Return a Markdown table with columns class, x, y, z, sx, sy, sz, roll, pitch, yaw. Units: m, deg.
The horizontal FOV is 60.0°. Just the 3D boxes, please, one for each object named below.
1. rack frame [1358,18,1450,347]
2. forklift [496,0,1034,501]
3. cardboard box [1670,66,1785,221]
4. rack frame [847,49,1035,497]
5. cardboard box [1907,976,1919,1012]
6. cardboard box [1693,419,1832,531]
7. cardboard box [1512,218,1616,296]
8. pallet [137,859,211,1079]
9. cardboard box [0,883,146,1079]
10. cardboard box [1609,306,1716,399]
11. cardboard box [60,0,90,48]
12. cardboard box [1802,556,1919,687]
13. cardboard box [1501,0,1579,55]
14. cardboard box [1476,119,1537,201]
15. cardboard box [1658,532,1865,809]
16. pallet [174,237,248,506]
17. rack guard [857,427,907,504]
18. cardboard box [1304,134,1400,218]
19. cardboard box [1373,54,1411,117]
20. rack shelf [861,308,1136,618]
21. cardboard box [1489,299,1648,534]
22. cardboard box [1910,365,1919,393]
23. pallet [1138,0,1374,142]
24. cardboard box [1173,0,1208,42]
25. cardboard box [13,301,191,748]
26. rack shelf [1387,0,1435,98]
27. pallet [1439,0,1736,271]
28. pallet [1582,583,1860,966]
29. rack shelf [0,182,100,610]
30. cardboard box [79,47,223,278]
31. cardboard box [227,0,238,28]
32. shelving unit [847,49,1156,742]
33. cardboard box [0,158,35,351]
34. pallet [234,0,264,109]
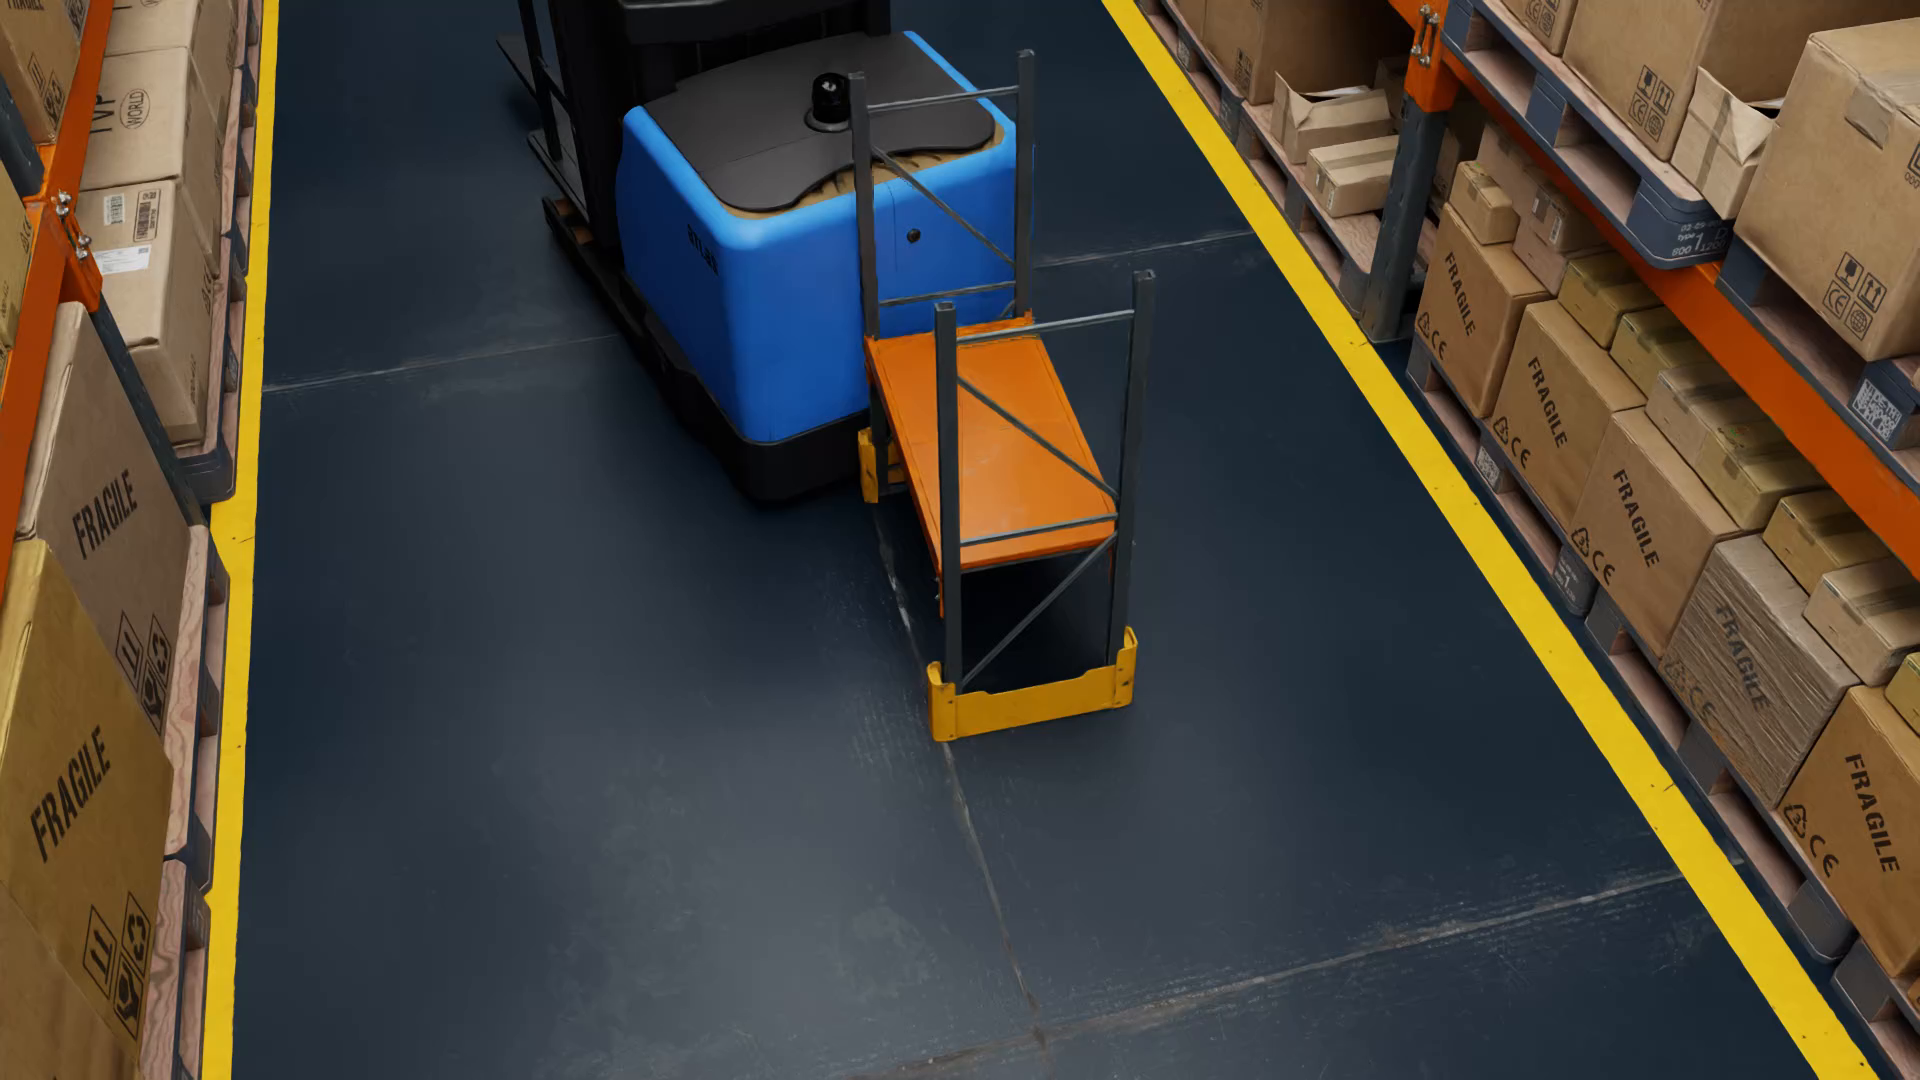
| class | x | y | z | sx | sy | sz | roll | pitch | yaw |
| --- | --- | --- | --- | --- | --- | --- | --- | --- | --- |
| rack frame | 1.937 | -1.874 | 4.986 | 1.000 | 3.000 | 0.127 | -11 | 47 | -10 |
| forklift | -0.928 | -2.196 | 5.350 | 1.130 | 2.935 | 3.031 | -22 | 50 | -20 |
| cardboard box | 1.922 | -0.944 | 3.875 | 0.396 | 0.266 | 0.258 | -9 | 46 | -8 |
| rack frame | -0.039 | -0.722 | 4.903 | 0.500 | 1.500 | 0.032 | -10 | 46 | -9 |
| cardboard box | 2.527 | 1.016 | 3.611 | 0.500 | 0.500 | 0.500 | -11 | 47 | -11 |
| cardboard box | 2.166 | -0.187 | 4.335 | 0.380 | 0.149 | 0.250 | -9 | 46 | -9 |
| cardboard box | 1.917 | -0.900 | 5.033 | 0.380 | 0.149 | 0.250 | -12 | 47 | -11 |
| pallet | -2.274 | 1.375 | 3.755 | 1.003 | 0.211 | 1.213 | -11 | 47 | -10 |
| cardboard box | -2.157 | 1.286 | 3.083 | 0.875 | 0.875 | 0.875 | -10 | 46 | -10 |
| cardboard box | 2.077 | -0.538 | 4.679 | 0.380 | 0.149 | 0.250 | -11 | 47 | -11 |
| cardboard box | -2.852 | -1.719 | 4.764 | 0.500 | 0.500 | 0.500 | -10 | 47 | -10 |
| cardboard box | 2.277 | 0.173 | 3.982 | 0.380 | 0.149 | 0.250 | -13 | 47 | -12 |
| cardboard box | 1.844 | -1.681 | 4.433 | 0.700 | 0.500 | 0.500 | -10 | 46 | -9 |
| cardboard box | 1.830 | -1.192 | 5.112 | 0.380 | 0.149 | 0.250 | -11 | 47 | -11 |
| cardboard box | 2.239 | 0.300 | 4.312 | 0.500 | 0.500 | 0.500 | -12 | 47 | -12 |
| pallet | -2.980 | -0.527 | 5.619 | 1.003 | 0.211 | 1.213 | -11 | 47 | -10 |
| rack guard | -0.031 | -0.281 | 5.346 | 0.587 | 0.250 | 0.087 | -10 | 46 | -9 |
| cardboard box | 1.510 | -1.354 | 6.179 | 0.380 | 0.149 | 0.250 | -12 | 47 | -12 |
| cardboard box | 1.885 | -1.822 | 6.637 | 0.380 | 0.149 | 0.250 | -11 | 47 | -11 |
| rack shelf | 0.082 | -0.246 | 4.681 | 0.538 | 0.185 | 1.000 | -10 | 46 | -9 |
| cardboard box | 1.989 | -0.405 | 5.003 | 0.500 | 0.500 | 0.500 | -11 | 47 | -11 |
| cardboard box | 2.364 | -0.389 | 3.164 | 0.797 | 0.503 | 0.637 | -12 | 47 | -11 |
| pallet | 1.446 | -2.216 | 7.274 | 1.003 | 0.211 | 1.213 | -11 | 47 | -10 |
| cardboard box | 1.198 | -2.487 | 7.044 | 0.500 | 0.500 | 0.500 | -10 | 46 | -10 |
| cardboard box | -2.624 | 0.046 | 4.298 | 0.875 | 0.875 | 0.875 | -9 | 46 | -9 |
| rack shelf | 1.425 | -3.003 | 6.596 | 1.077 | 0.370 | 4.000 | -11 | 47 | -10 |
| pallet | 2.036 | -1.235 | 4.495 | 1.003 | 0.211 | 1.213 | -11 | 47 | -10 |
| pallet | 2.497 | 0.501 | 4.612 | 1.003 | 0.211 | 1.213 | -11 | 47 | -10 |
| rack shelf | -2.348 | 0.669 | 2.998 | 1.077 | 0.370 | 4.000 | -11 | 47 | -10 |
| cardboard box | -3.147 | -1.285 | 5.909 | 0.875 | 0.438 | 0.875 | -12 | 47 | -11 |
| cardboard box | -3.619 | -2.538 | 7.137 | 0.875 | 0.438 | 0.875 | -12 | 47 | -12 |
| shelving unit | 0.078 | -0.379 | 4.560 | 0.587 | 1.500 | 1.083 | -10 | 46 | -9 |
| cardboard box | -2.502 | -0.648 | 3.889 | 0.500 | 0.250 | 0.500 | -12 | 47 | -11 |
| pallet | -3.604 | -2.212 | 7.270 | 1.003 | 0.211 | 1.213 | -11 | 47 | -10 |
